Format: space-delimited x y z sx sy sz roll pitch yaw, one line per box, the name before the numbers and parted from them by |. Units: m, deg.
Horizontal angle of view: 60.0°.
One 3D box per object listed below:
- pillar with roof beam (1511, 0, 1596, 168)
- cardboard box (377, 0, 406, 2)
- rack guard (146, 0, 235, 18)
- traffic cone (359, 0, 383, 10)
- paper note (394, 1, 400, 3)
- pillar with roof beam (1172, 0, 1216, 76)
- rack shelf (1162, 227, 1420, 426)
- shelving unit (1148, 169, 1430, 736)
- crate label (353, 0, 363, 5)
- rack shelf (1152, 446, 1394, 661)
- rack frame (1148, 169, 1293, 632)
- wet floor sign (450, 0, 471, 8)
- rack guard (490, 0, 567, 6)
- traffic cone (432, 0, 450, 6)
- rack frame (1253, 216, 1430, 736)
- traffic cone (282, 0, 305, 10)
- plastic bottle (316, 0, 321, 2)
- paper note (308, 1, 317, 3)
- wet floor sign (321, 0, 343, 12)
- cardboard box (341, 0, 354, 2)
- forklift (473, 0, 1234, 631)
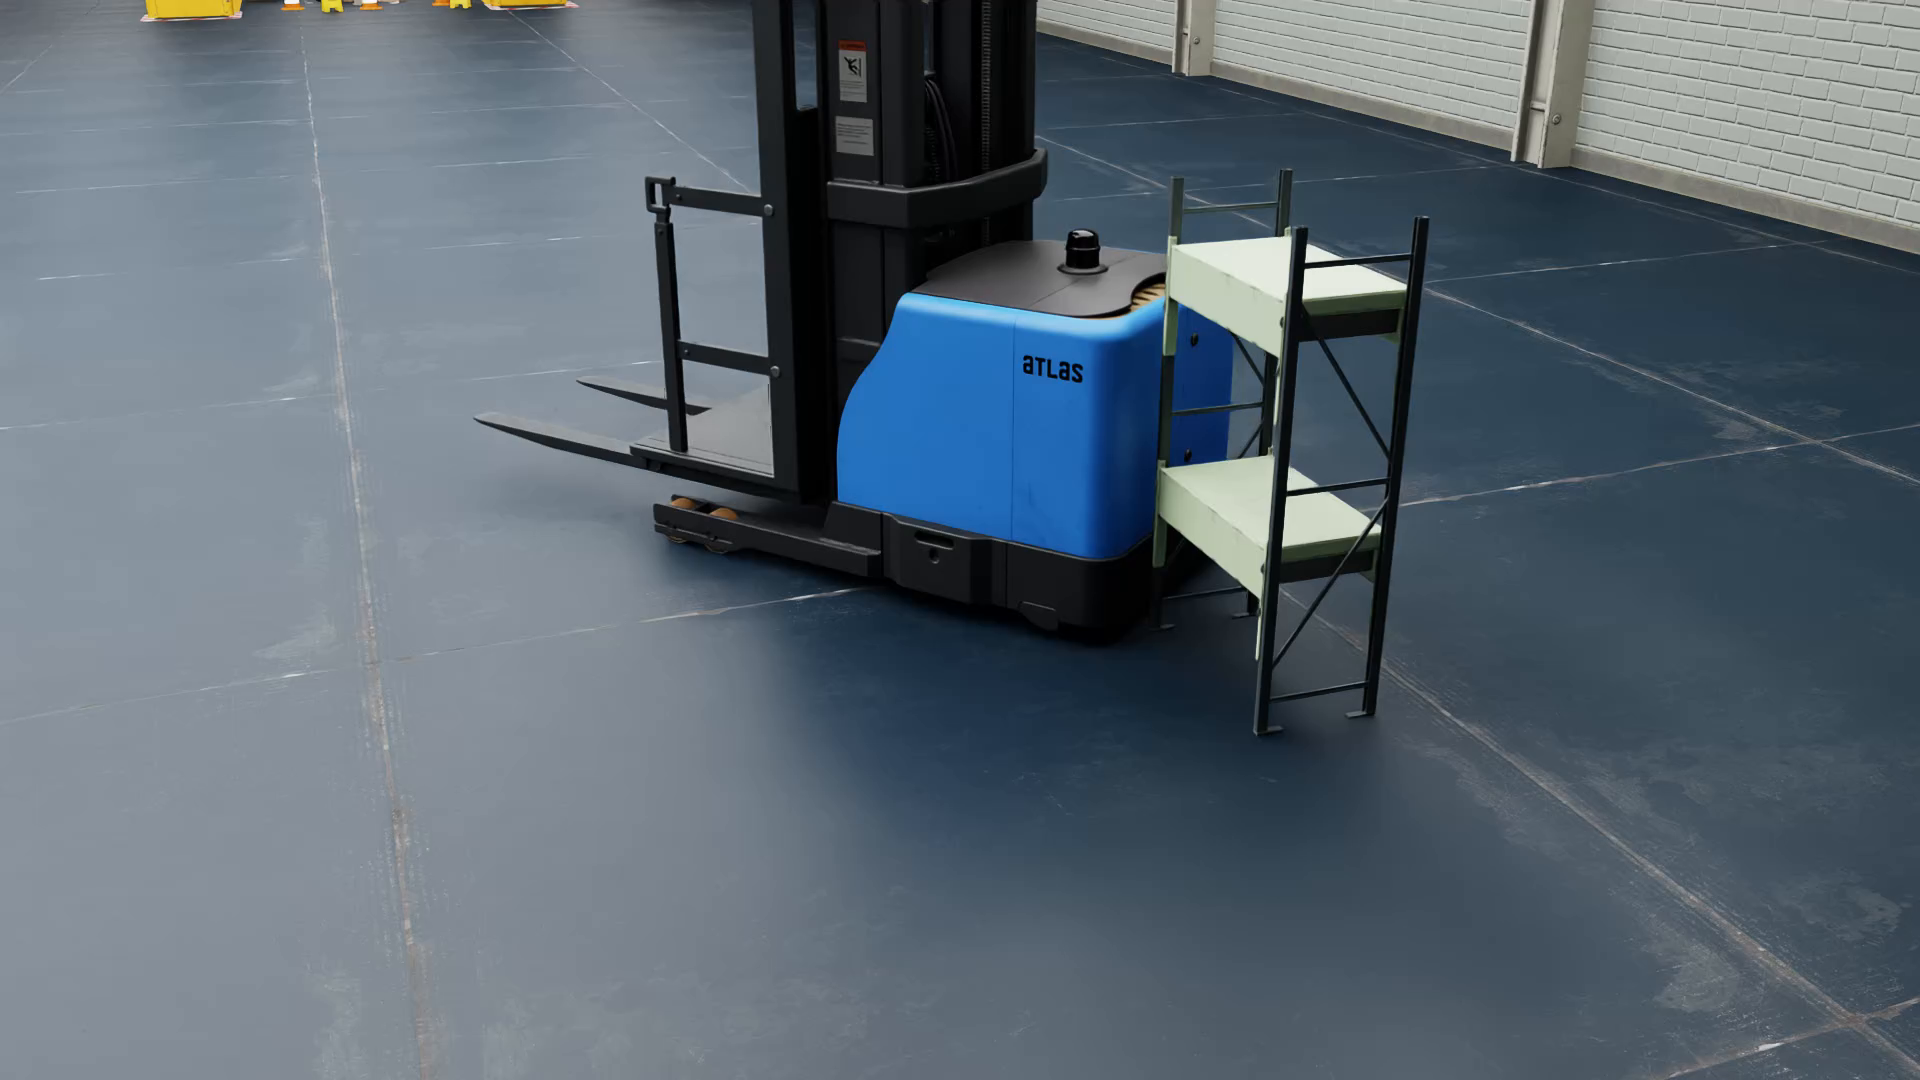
pillar with roof beam | 0.700 -6.622 10.376 9.100 9.000 0.400 -8 24 -19
cardboard box | -9.224 -8.815 26.973 0.380 0.149 0.250 4 23 9
rack guard | -11.458 -8.053 24.714 1.175 0.500 0.348 -8 24 -19
traffic cone | -9.148 -8.464 25.736 0.336 0.463 0.334 -8 24 -19
paper note | -9.067 -8.632 26.691 0.148 0.019 0.142 -18 29 -37
pillar with roof beam | -1.420 -8.803 15.549 9.100 9.000 0.400 -8 24 -19
rack shelf | 0.938 -0.639 4.830 0.431 0.370 0.720 -8 24 -17
shelving unit | 0.938 -0.279 4.982 0.431 1.500 0.755 -8 24 -17
crate label | -9.484 -8.591 26.457 0.298 0.136 0.250 18 29 36
rack shelf | 0.938 0.021 5.108 0.431 0.370 0.720 -8 24 -17
rack frame | 0.820 -0.414 5.301 0.400 1.500 0.023 -8 24 -17
wet floor sign | -7.805 -8.629 25.893 0.267 0.644 0.232 0 23 -1
rack guard | -6.898 -8.806 26.498 1.175 0.500 0.348 -8 24 -19
traffic cone | -8.230 -8.740 26.391 0.336 0.463 0.334 -8 24 -19
rack frame | 1.056 -0.145 4.662 0.400 1.500 0.023 -8 24 -17
traffic cone | -10.326 -8.433 25.662 0.336 0.463 0.334 -8 24 -19
plastic bottle | -10.373 -8.782 27.007 0.133 0.061 0.283 -18 29 -37
paper note | -10.417 -8.633 26.694 0.144 0.017 0.142 0 23 -1
wet floor sign | -9.604 -8.390 25.326 0.267 0.644 0.232 -13 26 -28
cardboard box | -9.860 -9.070 27.122 0.637 0.503 0.797 12 26 27
forklift | -0.548 -1.460 5.939 3.031 2.935 1.130 13 26 28
